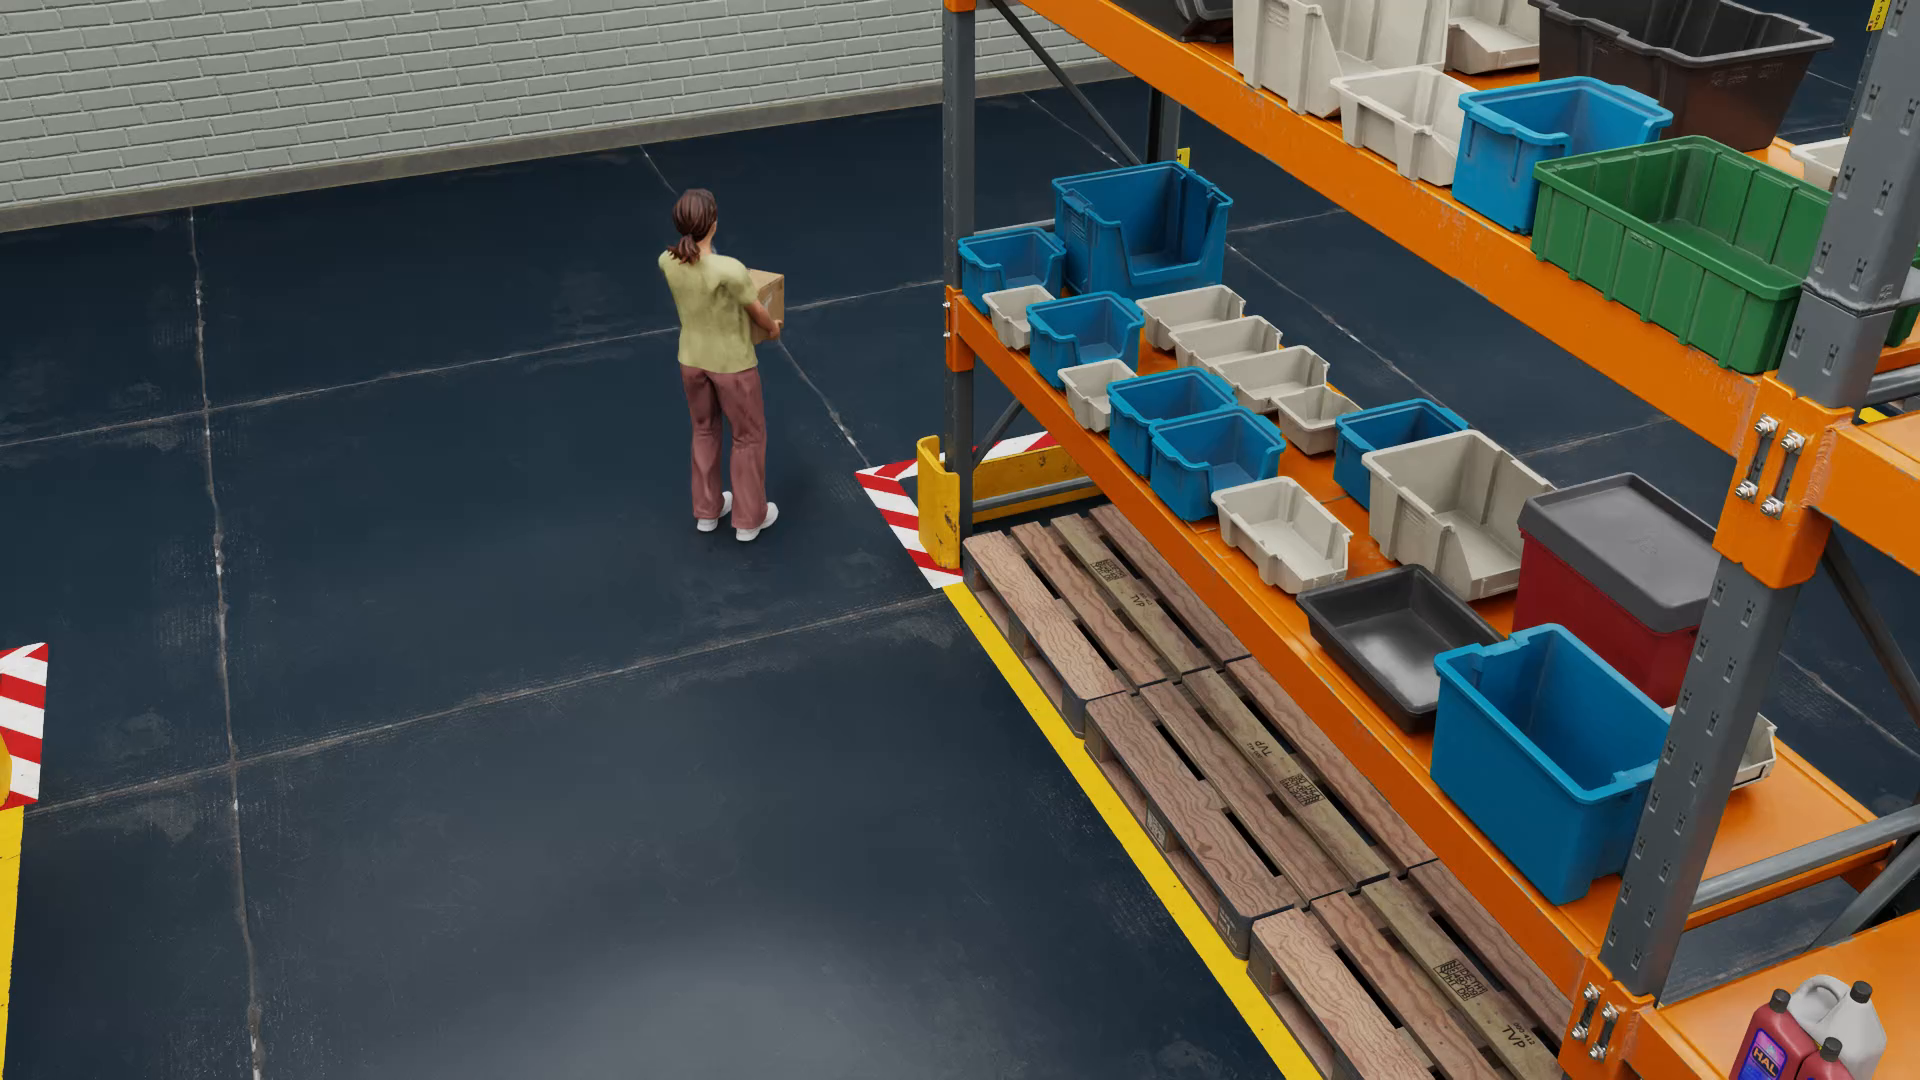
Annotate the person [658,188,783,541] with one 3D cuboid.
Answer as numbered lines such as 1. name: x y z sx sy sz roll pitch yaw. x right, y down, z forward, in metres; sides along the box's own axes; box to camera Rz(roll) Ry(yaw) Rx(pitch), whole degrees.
1. person: -1.033 -0.790 7.360 0.424 1.647 0.551 13 36 19
